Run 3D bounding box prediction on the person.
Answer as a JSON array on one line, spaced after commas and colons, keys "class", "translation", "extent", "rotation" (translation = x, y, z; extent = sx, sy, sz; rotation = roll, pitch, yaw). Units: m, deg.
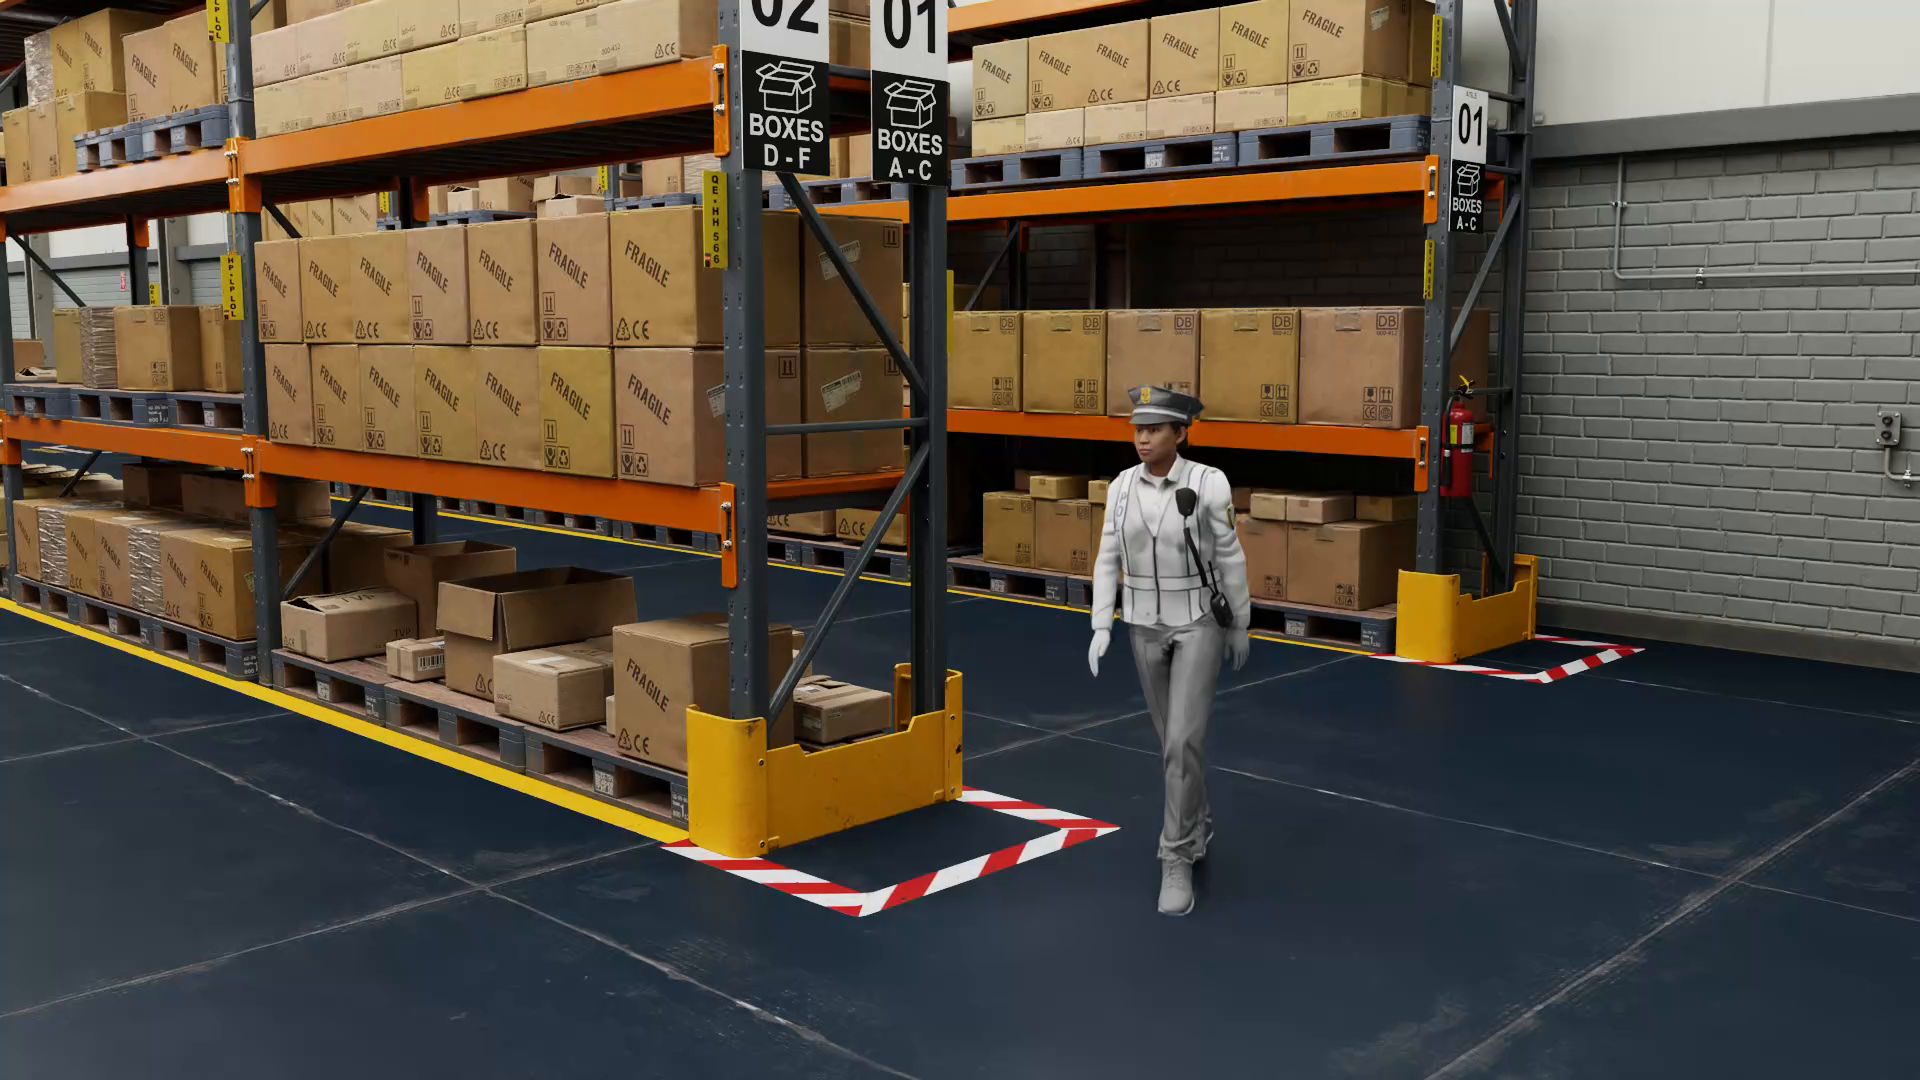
[{"class": "person", "translation": [0.688, 0.326, 5.631], "extent": [0.509, 1.707, 0.709], "rotation": [5, 8, 32]}]
